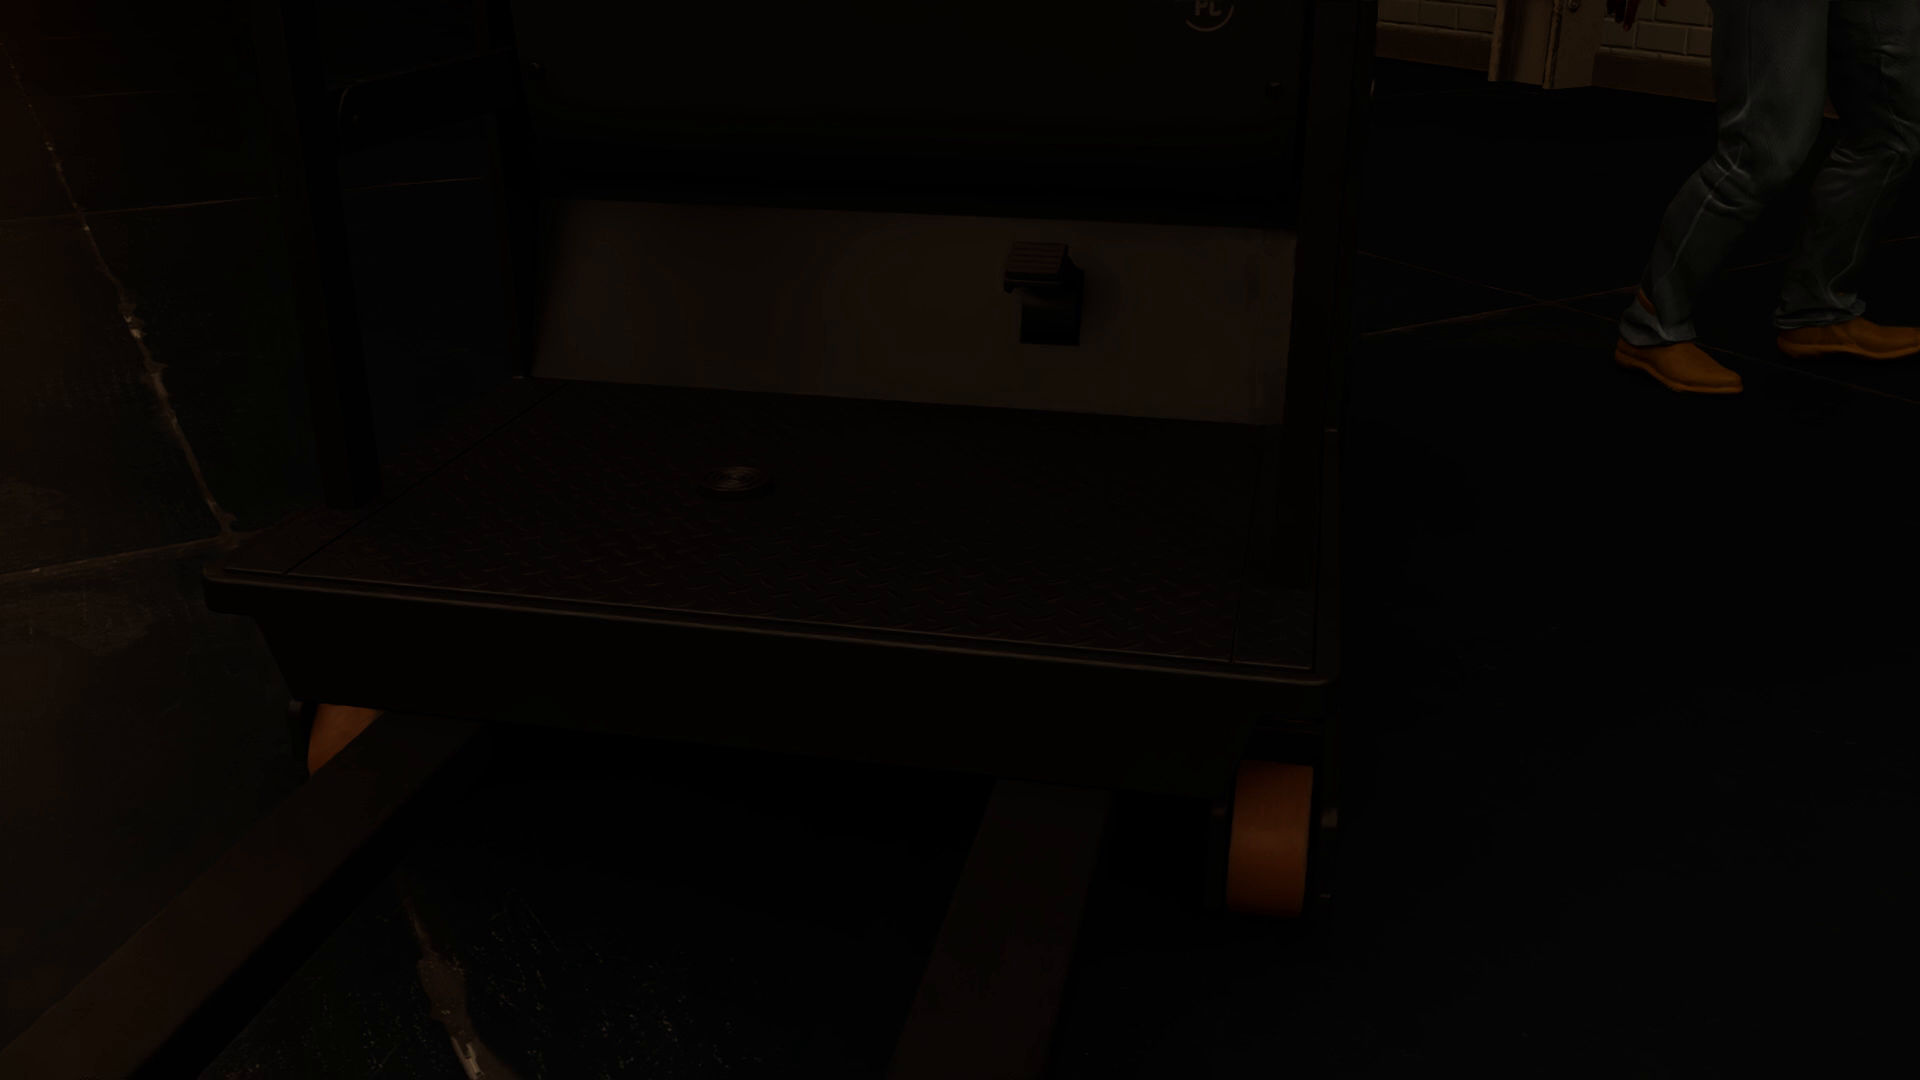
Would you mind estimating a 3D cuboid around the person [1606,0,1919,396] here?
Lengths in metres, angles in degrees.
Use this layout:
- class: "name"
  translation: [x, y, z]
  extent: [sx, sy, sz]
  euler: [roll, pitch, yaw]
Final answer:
- class: "person"
  translation: [1.633, -1.136, 3.137]
  extent: [0.878, 1.731, 0.466]
  euler: [-14, 26, -31]

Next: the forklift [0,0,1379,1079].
- class: "forklift"
  translation: [-0.112, -1.123, 1.510]
  extent: [1.130, 2.935, 3.031]
  euler: [5, 23, 11]
